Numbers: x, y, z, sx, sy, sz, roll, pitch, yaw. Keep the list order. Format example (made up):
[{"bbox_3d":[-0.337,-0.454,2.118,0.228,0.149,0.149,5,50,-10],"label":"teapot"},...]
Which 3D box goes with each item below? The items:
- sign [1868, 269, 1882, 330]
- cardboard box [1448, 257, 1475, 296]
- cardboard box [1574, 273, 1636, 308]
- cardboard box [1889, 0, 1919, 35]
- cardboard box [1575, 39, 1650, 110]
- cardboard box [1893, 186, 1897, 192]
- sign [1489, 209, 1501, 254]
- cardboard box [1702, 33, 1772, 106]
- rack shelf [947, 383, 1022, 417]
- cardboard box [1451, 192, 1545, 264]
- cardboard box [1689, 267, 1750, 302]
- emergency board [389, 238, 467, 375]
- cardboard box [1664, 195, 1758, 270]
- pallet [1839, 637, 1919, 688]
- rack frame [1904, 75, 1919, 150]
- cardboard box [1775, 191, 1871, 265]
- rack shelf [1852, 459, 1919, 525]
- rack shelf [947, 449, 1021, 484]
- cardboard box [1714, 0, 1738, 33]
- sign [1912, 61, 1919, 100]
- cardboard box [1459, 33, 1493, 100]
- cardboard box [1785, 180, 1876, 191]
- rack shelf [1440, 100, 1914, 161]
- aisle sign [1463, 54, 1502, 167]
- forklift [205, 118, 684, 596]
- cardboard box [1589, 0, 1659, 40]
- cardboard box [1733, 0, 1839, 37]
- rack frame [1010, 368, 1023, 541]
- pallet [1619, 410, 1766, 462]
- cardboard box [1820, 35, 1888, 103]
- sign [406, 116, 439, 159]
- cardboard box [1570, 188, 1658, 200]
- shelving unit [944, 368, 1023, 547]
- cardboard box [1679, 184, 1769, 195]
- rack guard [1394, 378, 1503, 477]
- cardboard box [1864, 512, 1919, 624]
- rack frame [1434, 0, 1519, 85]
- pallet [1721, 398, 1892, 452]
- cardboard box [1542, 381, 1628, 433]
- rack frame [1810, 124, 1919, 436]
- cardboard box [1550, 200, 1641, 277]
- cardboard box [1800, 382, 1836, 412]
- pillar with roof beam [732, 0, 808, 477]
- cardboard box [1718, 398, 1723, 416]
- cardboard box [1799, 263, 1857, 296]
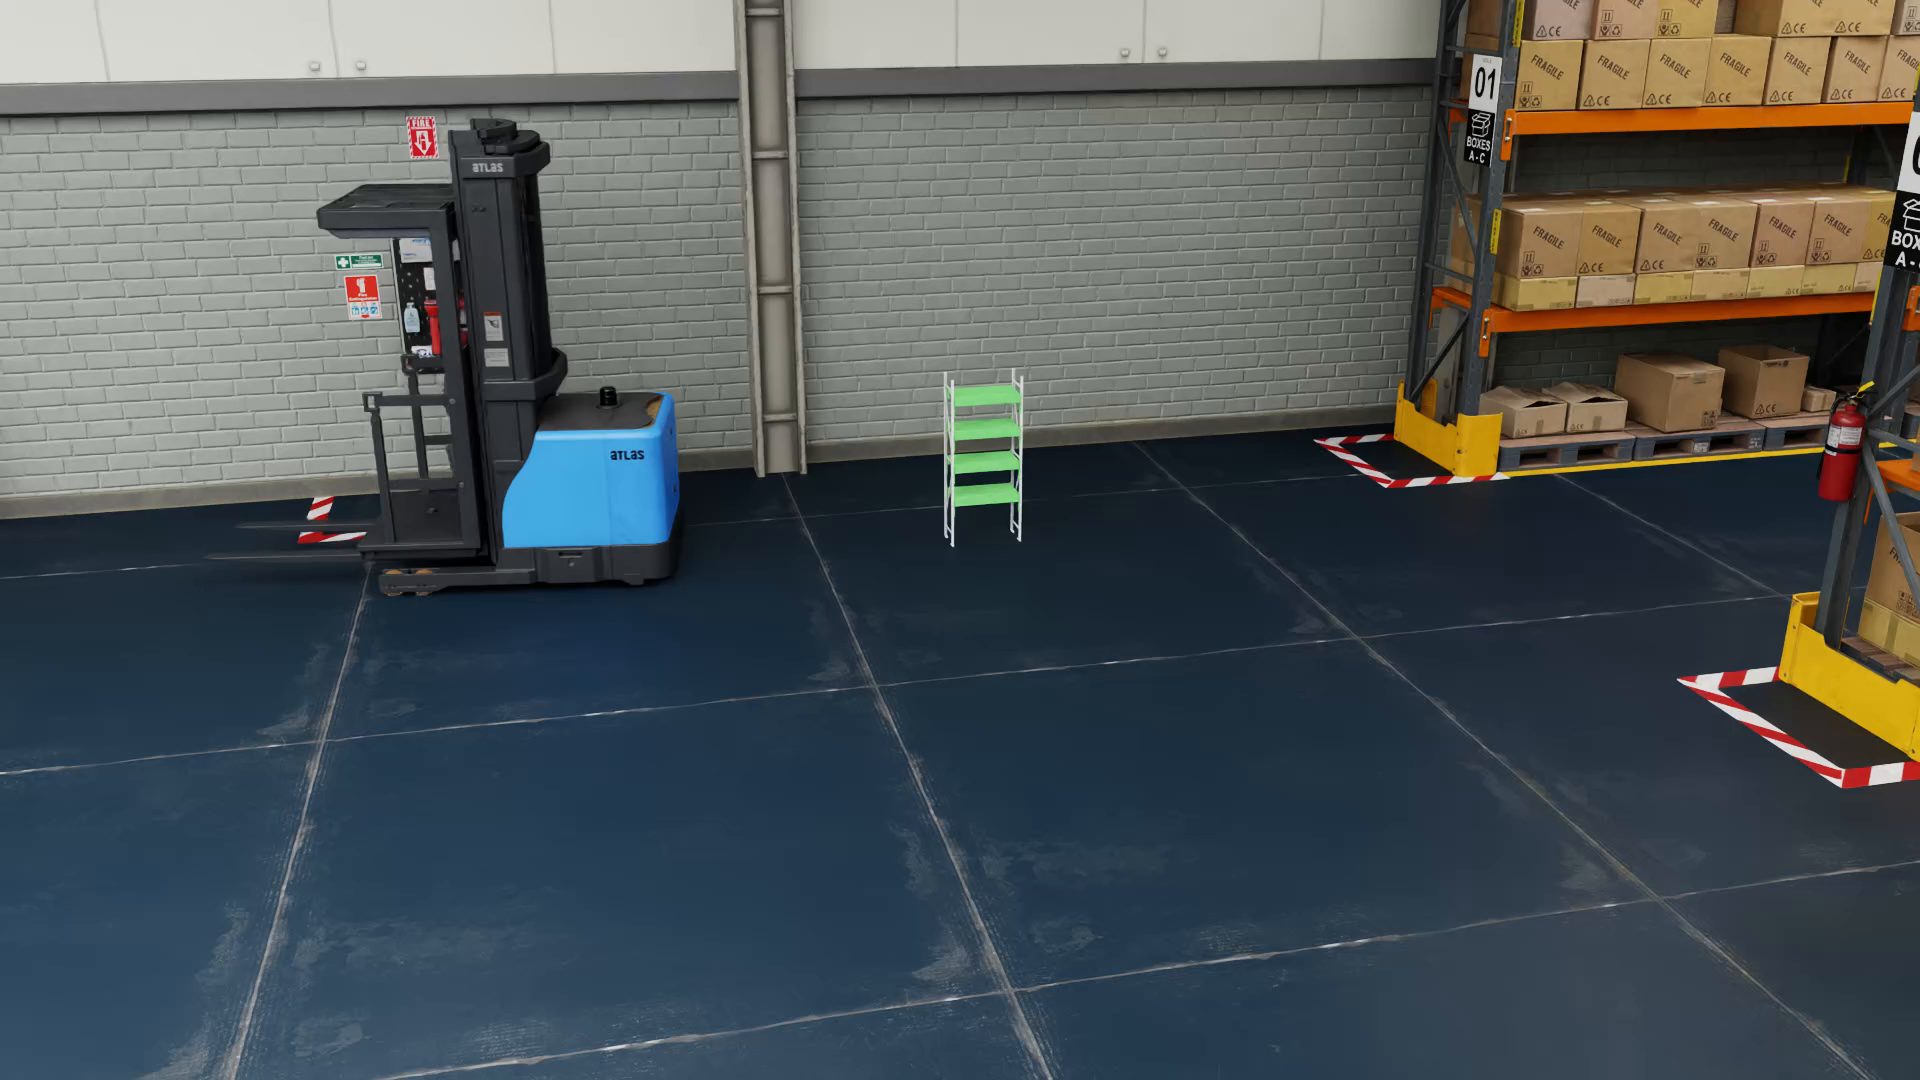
[{"bbox_3d":[4.945,-1.283,8.927,0.005,0.325,0.100,-5,21,-12],"label":"sign"},{"bbox_3d":[4.323,-2.144,13.495,0.500,0.250,0.500,-4,21,-12],"label":"cardboard box"},{"bbox_3d":[4.963,-2.020,13.157,0.500,0.250,0.500,-5,21,-14],"label":"cardboard box"},{"bbox_3d":[7.380,-4.223,12.994,0.500,0.500,0.500,-6,21,-17],"label":"cardboard box"},{"bbox_3d":[4.827,-3.541,12.585,0.500,0.500,0.500,-3,20,-9],"label":"cardboard box"},{"bbox_3d":[8.309,-2.702,14.044,0.500,0.500,0.700,-5,21,-12],"label":"cardboard box"},{"bbox_3d":[4.038,-2.328,12.550,0.005,0.325,0.100,-5,21,-12],"label":"sign"},{"bbox_3d":[5.848,-3.633,12.836,0.500,0.500,0.500,-3,20,-9],"label":"cardboard box"},{"bbox_3d":[0.161,-0.967,11.501,0.480,0.148,0.258,-5,21,-12],"label":"rack shelf"},{"bbox_3d":[4.323,-2.502,13.384,0.500,0.500,0.500,-5,21,-13],"label":"cardboard box"},{"bbox_3d":[5.952,-2.098,13.369,0.500,0.250,0.500,-4,21,-12],"label":"cardboard box"},{"bbox_3d":[-3.858,-1.790,12.340,0.643,1.169,0.194,-5,21,-12],"label":"emergency board"},{"bbox_3d":[5.934,-2.451,13.242,0.500,0.500,0.500,-4,20,-11],"label":"cardboard box"},{"bbox_3d":[5.791,0.790,9.352,1.213,0.211,1.003,-5,21,-12],"label":"pallet"},{"bbox_3d":[5.056,-3.262,7.636,0.127,3.000,1.000,-5,21,-12],"label":"rack frame"},{"bbox_3d":[6.932,-2.528,13.454,0.500,0.500,0.500,-5,21,-13],"label":"cardboard box"},{"bbox_3d":[7.003,-0.265,9.224,4.000,0.370,1.077,-5,21,-12],"label":"rack shelf"},{"bbox_3d":[0.161,-0.516,11.666,0.480,0.148,0.258,-5,21,-12],"label":"rack shelf"},{"bbox_3d":[5.777,-4.275,13.134,0.500,0.500,0.500,-5,21,-13],"label":"cardboard box"},{"bbox_3d":[4.945,-2.415,8.513,0.005,0.325,0.100,-5,21,-12],"label":"sign"},{"bbox_3d":[4.261,-3.685,12.979,0.500,0.500,0.500,-3,20,-9],"label":"cardboard box"},{"bbox_3d":[7.300,-2.743,14.041,0.500,0.500,0.500,-5,21,-14],"label":"cardboard box"},{"bbox_3d":[5.859,-3.332,13.234,4.000,0.370,1.077,-5,21,-12],"label":"rack shelf"},{"bbox_3d":[3.912,-3.217,12.457,0.004,0.787,0.394,-5,21,-12],"label":"aisle sign"},{"bbox_3d":[-3.441,-1.199,10.827,3.031,2.935,1.130,-1,20,-4],"label":"forklift"},{"bbox_3d":[4.843,-4.009,12.409,0.500,0.500,0.500,-5,21,-13],"label":"cardboard box"},{"bbox_3d":[6.344,-4.132,12.743,0.500,0.500,0.500,-5,21,-14],"label":"cardboard box"},{"bbox_3d":[0.399,-0.596,11.697,0.015,1.200,0.240,-5,21,-12],"label":"rack frame"},{"bbox_3d":[5.971,-0.947,14.094,1.213,0.211,1.003,-5,21,-12],"label":"pallet"},{"bbox_3d":[6.876,-3.726,13.089,0.500,0.500,0.500,-6,21,-17],"label":"cardboard box"},{"bbox_3d":[-3.888,-2.911,12.031,0.199,0.298,0.001,-5,21,-12],"label":"sign"},{"bbox_3d":[5.317,-2.581,13.599,0.500,0.500,0.500,-5,21,-14],"label":"cardboard box"},{"bbox_3d":[0.161,-0.576,11.644,0.503,1.200,0.258,-5,21,-12],"label":"shelving unit"},{"bbox_3d":[6.310,-2.666,13.830,0.500,0.500,0.500,-4,21,-11],"label":"cardboard box"},{"bbox_3d":[3.987,-0.935,13.641,0.348,0.500,1.175,-5,21,-12],"label":"rack guard"},{"bbox_3d":[5.510,0.155,9.328,0.500,0.500,0.500,-5,21,-12],"label":"cardboard box"},{"bbox_3d":[3.913,-4.920,12.162,0.127,3.000,1.000,-5,21,-12],"label":"rack frame"},{"bbox_3d":[7.160,-1.045,14.361,1.213,0.211,1.003,-5,21,-12],"label":"pallet"},{"bbox_3d":[5.162,-1.117,13.771,0.500,0.311,0.500,-3,20,-8],"label":"cardboard box"},{"bbox_3d":[7.806,-2.419,14.058,0.127,3.000,1.000,-5,21,-12],"label":"rack frame"},{"bbox_3d":[4.930,-2.367,13.014,0.500,0.500,0.500,-5,21,-12],"label":"cardboard box"},{"bbox_3d":[7.292,-1.243,14.327,0.250,0.166,0.380,-7,21,-20],"label":"cardboard box"},{"bbox_3d":[-0.453,-3.349,7.874,0.400,9.000,9.100,-5,21,-12],"label":"pillar with roof beam"},{"bbox_3d":[6.244,-1.167,14.146,0.250,0.149,0.380,-6,21,-17],"label":"cardboard box"},{"bbox_3d":[6.928,-2.183,13.601,0.500,0.250,0.500,-5,21,-12],"label":"cardboard box"}]
